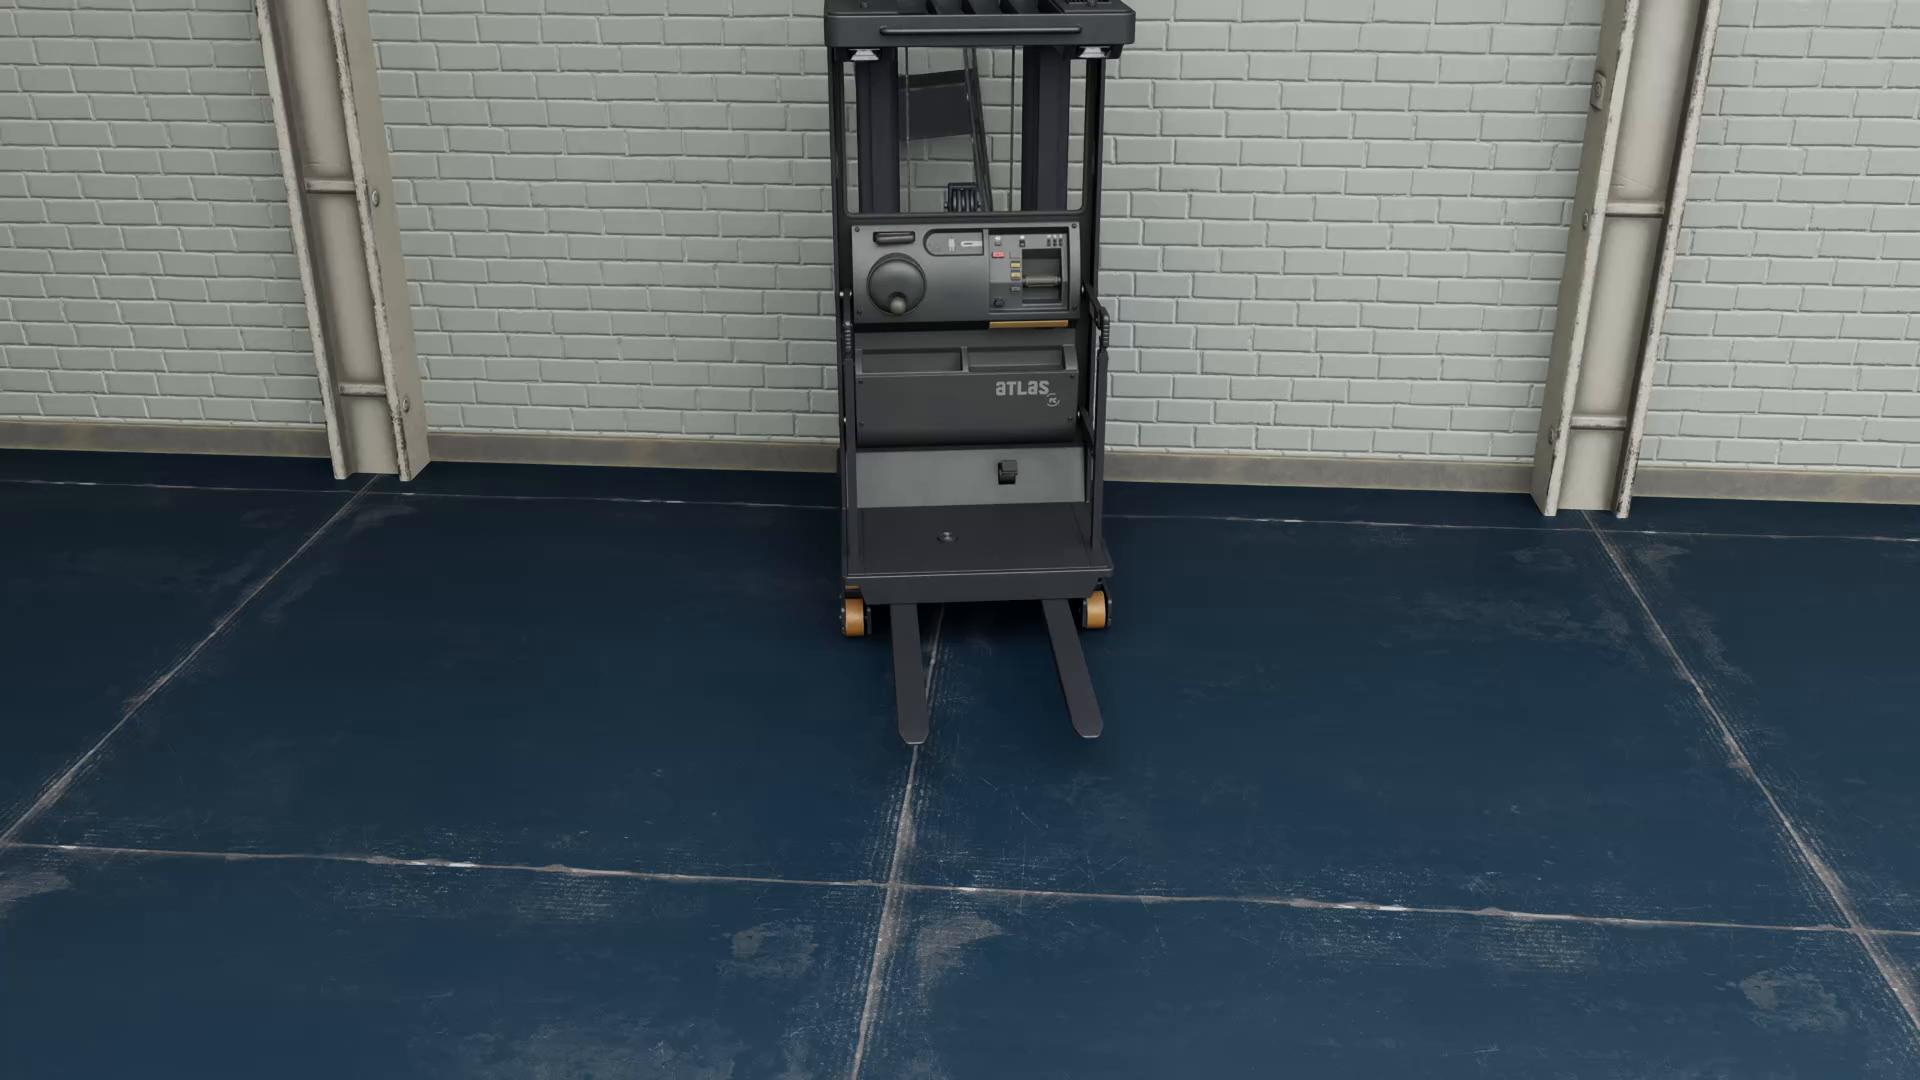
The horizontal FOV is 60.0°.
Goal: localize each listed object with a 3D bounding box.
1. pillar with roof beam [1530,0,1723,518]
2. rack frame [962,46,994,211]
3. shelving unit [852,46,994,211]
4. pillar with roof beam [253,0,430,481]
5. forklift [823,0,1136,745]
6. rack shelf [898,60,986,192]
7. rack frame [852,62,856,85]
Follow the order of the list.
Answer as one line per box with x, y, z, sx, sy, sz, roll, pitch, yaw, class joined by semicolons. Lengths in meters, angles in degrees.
2.691;-2.470;2.352;0.400;9.000;9.100;2;25;4;pillar with roof beam
0.162;-1.255;7.804;0.015;2.100;0.400;-4;24;8;rack frame
-0.079;-1.238;7.838;0.503;2.100;0.431;-4;24;8;shelving unit
-3.291;-2.662;2.769;0.400;9.000;9.100;2;25;4;pillar with roof beam
0.043;-1.072;6.573;1.130;2.935;3.031;-2;25;-4;forklift
-0.160;-1.862;7.564;0.480;0.518;0.431;-4;24;8;rack shelf
-0.320;-1.222;7.872;0.015;2.100;0.400;-4;24;8;rack frame
